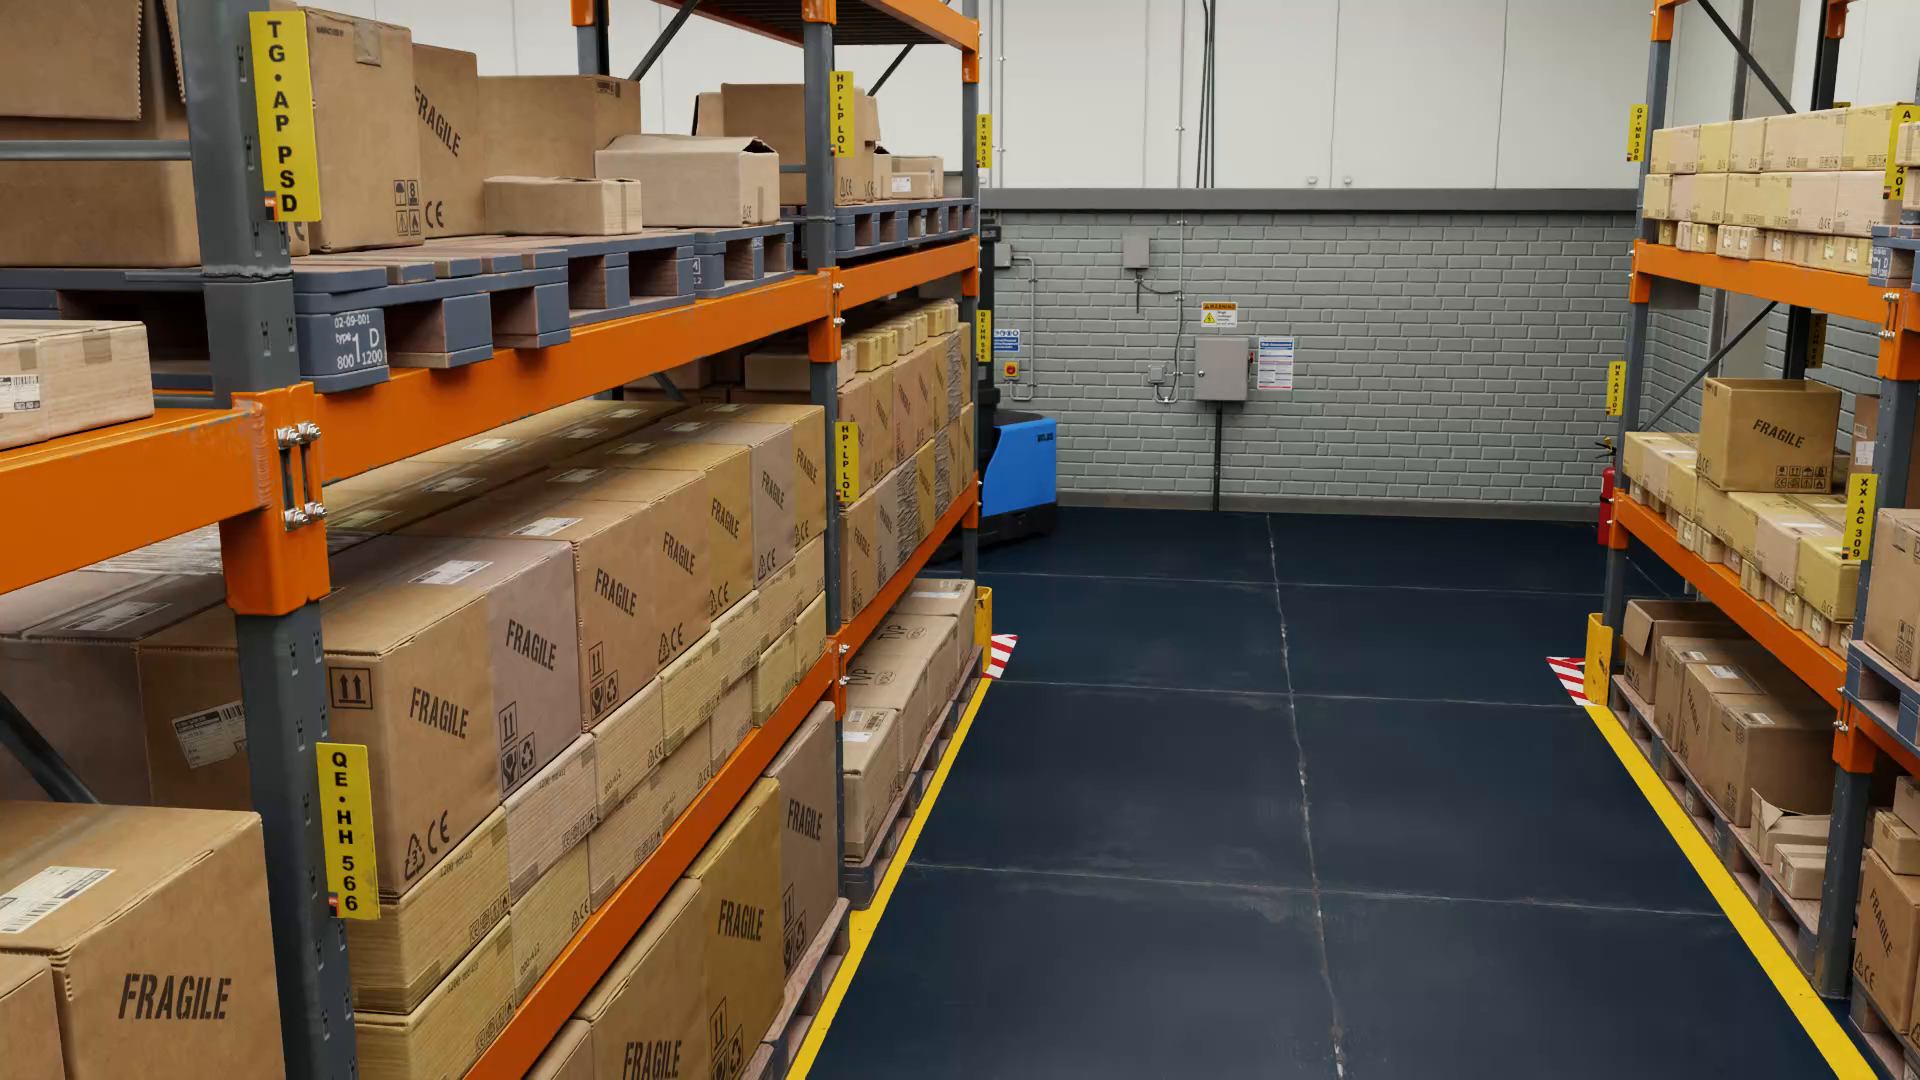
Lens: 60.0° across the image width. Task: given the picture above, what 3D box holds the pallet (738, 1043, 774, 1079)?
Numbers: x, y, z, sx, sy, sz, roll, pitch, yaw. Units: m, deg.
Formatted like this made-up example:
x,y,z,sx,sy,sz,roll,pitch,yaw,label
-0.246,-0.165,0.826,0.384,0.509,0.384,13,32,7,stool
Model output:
x,y,z,sx,sy,sz,roll,pitch,yaw,label
-1.232,1.974,5.331,1.003,0.211,1.213,2,12,9,pallet

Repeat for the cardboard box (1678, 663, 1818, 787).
x,y,z,sx,sy,sz,roll,pitch,yaw,label
3.980,0.945,8.424,0.500,0.500,0.500,2,12,10,cardboard box

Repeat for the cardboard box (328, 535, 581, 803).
x,y,z,sx,sy,sz,roll,pitch,yaw,label
-1.233,0.290,3.916,0.500,0.500,0.500,2,12,9,cardboard box

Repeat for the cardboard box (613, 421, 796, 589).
x,y,z,sx,sy,sz,roll,pitch,yaw,label
-0.895,-0.135,5.890,0.500,0.500,0.500,2,12,10,cardboard box

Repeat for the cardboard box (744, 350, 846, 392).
x,y,z,sx,sy,sz,roll,pitch,yaw,label
-0.697,-0.719,7.057,0.380,0.149,0.250,2,12,8,cardboard box

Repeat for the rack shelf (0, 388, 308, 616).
x,y,z,sx,sy,sz,roll,pitch,yaw,label
-1.925,0.328,0.940,1.077,0.370,4.000,2,12,9,rack shelf

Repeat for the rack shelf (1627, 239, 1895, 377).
x,y,z,sx,sy,sz,roll,pitch,yaw,label
4.211,-1.178,7.925,1.077,0.370,4.000,2,12,9,rack shelf

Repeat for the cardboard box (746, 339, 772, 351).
x,y,z,sx,sy,sz,roll,pitch,yaw,label
-1.073,-0.839,7.615,0.380,0.149,0.250,2,12,9,cardboard box

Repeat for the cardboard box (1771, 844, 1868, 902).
x,y,z,sx,sy,sz,roll,pitch,yaw,label
3.699,1.416,7.071,0.380,0.149,0.250,2,12,7,cardboard box

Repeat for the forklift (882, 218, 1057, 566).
x,y,z,sx,sy,sz,roll,pitch,yaw,label
-0.486,-1.331,14.213,1.130,2.935,3.031,11,16,42,forklift

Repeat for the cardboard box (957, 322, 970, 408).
x,y,z,sx,sy,sz,roll,pitch,yaw,label
-0.226,-1.069,10.222,0.500,0.500,0.500,2,12,11,cardboard box

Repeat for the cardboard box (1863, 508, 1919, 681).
x,y,z,sx,sy,sz,roll,pitch,yaw,label
3.608,0.193,5.745,0.700,0.500,0.500,2,12,10,cardboard box

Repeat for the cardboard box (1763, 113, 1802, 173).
x,y,z,sx,sy,sz,roll,pitch,yaw,label
3.898,-1.753,7.352,0.500,0.250,0.500,2,12,10,cardboard box

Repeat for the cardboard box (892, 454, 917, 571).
x,y,z,sx,sy,sz,roll,pitch,yaw,label
-0.507,-0.153,8.344,0.500,0.500,0.500,2,12,9,cardboard box

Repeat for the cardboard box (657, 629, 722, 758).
x,y,z,sx,sy,sz,roll,pitch,yaw,label
-1.035,0.441,4.994,0.500,0.250,0.500,2,12,10,cardboard box

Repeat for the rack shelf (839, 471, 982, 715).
x,y,z,sx,sy,sz,roll,pitch,yaw,label
-0.695,0.129,8.983,1.077,0.370,4.000,2,12,9,rack shelf

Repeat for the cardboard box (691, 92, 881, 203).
x,y,z,sx,sy,sz,roll,pitch,yaw,label
-0.827,-1.859,7.902,0.797,0.503,0.637,3,12,13,cardboard box

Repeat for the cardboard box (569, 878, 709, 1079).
x,y,z,sx,sy,sz,roll,pitch,yaw,label
-1.288,1.533,4.807,0.875,0.875,0.875,2,12,9,cardboard box

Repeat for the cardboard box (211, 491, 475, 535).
x,y,z,sx,sy,sz,roll,pitch,yaw,label
-1.643,0.162,4.510,0.500,0.500,0.500,2,12,9,cardboard box

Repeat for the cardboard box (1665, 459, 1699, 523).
x,y,z,sx,sy,sz,roll,pitch,yaw,label
4.030,-0.255,8.706,0.500,0.250,0.500,2,12,8,cardboard box

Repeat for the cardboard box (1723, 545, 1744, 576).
x,y,z,sx,sy,sz,roll,pitch,yaw,label
3.957,0.081,8.093,0.380,0.149,0.250,2,12,9,cardboard box

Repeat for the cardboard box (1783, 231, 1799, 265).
x,y,z,sx,sy,sz,roll,pitch,yaw,label
3.869,-1.287,7.320,0.380,0.149,0.250,2,12,11,cardboard box

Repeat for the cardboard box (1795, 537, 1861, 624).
x,y,z,sx,sy,sz,roll,pitch,yaw,label
3.740,0.167,6.746,0.500,0.250,0.500,2,12,10,cardboard box

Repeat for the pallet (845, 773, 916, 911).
x,y,z,sx,sy,sz,roll,pitch,yaw,label
-0.808,1.401,7.992,1.003,0.211,1.213,2,12,9,pallet

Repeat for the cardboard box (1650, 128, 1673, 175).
x,y,z,sx,sy,sz,roll,pitch,yaw,label
4.202,-2.178,9.322,0.500,0.250,0.500,2,12,8,cardboard box

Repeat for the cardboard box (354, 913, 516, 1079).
x,y,z,sx,sy,sz,roll,pitch,yaw,label
-1.293,1.006,3.563,0.500,0.250,0.500,2,12,8,cardboard box

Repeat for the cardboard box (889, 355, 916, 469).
x,y,z,sx,sy,sz,roll,pitch,yaw,label
-0.516,-0.647,8.264,0.500,0.500,0.500,2,12,10,cardboard box

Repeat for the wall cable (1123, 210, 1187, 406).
x,y,z,sx,sy,sz,roll,pitch,yaw,label
1.860,-2.267,15.981,0.588,1.984,0.122,2,12,9,wall cable

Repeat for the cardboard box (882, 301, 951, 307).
x,y,z,sx,sy,sz,roll,pitch,yaw,label
-0.260,-1.359,10.030,0.380,0.149,0.250,2,12,10,cardboard box

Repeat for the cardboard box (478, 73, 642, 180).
x,y,z,sx,sy,sz,roll,pitch,yaw,label
-1.424,-1.353,5.797,0.500,0.500,0.500,2,12,8,cardboard box

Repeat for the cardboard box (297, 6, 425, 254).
x,y,z,sx,sy,sz,roll,pitch,yaw,label
-1.653,-0.907,3.726,0.700,0.500,0.500,1,12,6,cardboard box

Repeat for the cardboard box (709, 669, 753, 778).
x,y,z,sx,sy,sz,roll,pitch,yaw,label
-0.998,0.579,5.544,0.500,0.250,0.500,2,12,7,cardboard box

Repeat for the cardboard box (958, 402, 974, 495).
x,y,z,sx,sy,sz,roll,pitch,yaw,label
-0.200,-0.579,10.323,0.500,0.500,0.500,2,12,9,cardboard box

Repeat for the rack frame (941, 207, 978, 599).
x,y,z,sx,sy,sz,roll,pitch,yaw,label
-0.387,-0.639,10.839,1.000,3.000,0.127,2,12,9,rack frame

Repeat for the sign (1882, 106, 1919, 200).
x,y,z,sx,sy,sz,roll,pitch,yaw,label
3.366,-1.382,5.937,0.100,0.325,0.005,2,12,9,sign

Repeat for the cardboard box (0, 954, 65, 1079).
x,y,z,sx,sy,sz,roll,pitch,yaw,label
-1.481,0.838,2.044,0.500,0.500,0.500,2,12,8,cardboard box

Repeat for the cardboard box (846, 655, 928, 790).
x,y,z,sx,sy,sz,roll,pitch,yaw,label
-0.662,0.927,8.657,0.875,0.438,0.875,2,12,7,cardboard box

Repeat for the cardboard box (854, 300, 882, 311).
x,y,z,sx,sy,sz,roll,pitch,yaw,label
-0.685,-1.372,10.090,0.380,0.149,0.250,2,12,10,cardboard box

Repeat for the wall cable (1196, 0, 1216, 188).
x,y,z,sx,sy,sz,roll,pitch,yaw,label
3.699,-4.660,15.169,2.988,3.039,0.133,2,12,9,wall cable

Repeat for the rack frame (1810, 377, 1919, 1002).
x,y,z,sx,sy,sz,roll,pitch,yaw,label
3.903,0.353,6.233,1.000,3.000,0.127,2,12,9,rack frame

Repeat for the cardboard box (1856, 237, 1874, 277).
x,y,z,sx,sy,sz,roll,pitch,yaw,label
3.666,-1.074,6.335,0.380,0.149,0.250,2,12,8,cardboard box

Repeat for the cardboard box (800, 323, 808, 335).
x,y,z,sx,sy,sz,roll,pitch,yaw,label
-0.987,-1.051,8.602,0.380,0.149,0.250,2,12,9,cardboard box

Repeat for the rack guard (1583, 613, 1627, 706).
x,y,z,sx,sy,sz,roll,pitch,yaw,label
4.507,0.759,10.287,1.175,0.500,0.348,2,12,9,rack guard

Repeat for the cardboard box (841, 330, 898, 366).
x,y,z,sx,sy,sz,roll,pitch,yaw,label
-0.508,-0.931,8.044,0.380,0.149,0.250,2,12,7,cardboard box

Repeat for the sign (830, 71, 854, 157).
x,y,z,sx,sy,sz,roll,pitch,yaw,label
-0.464,-1.664,6.500,0.100,0.325,0.005,2,12,9,sign

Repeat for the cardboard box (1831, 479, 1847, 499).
x,y,z,sx,sy,sz,roll,pitch,yaw,label
4.468,-0.128,8.117,0.500,0.250,0.500,2,12,9,cardboard box

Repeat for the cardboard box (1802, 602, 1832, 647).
x,y,z,sx,sy,sz,roll,pitch,yaw,label
3.721,0.347,6.860,0.380,0.149,0.250,2,12,10,cardboard box

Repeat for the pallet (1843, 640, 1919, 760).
x,y,z,sx,sy,sz,roll,pitch,yaw,label
3.672,0.610,5.498,1.003,0.211,1.213,2,12,9,pallet

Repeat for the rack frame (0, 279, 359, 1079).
x,y,z,sx,sy,sz,roll,pitch,yaw,label
-1.617,1.026,3.112,1.000,3.000,0.127,2,12,9,rack frame

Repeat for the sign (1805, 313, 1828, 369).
x,y,z,sx,sy,sz,roll,pitch,yaw,label
5.064,-1.178,9.839,0.100,0.325,0.005,2,12,9,sign

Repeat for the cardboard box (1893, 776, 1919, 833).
x,y,z,sx,sy,sz,roll,pitch,yaw,label
3.645,0.976,6.037,0.380,0.149,0.250,2,12,8,cardboard box

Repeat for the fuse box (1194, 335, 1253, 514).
x,y,z,sx,sy,sz,roll,pitch,yaw,label
2.510,-1.086,15.969,0.539,1.711,0.414,2,12,9,fuse box

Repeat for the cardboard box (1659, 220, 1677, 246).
x,y,z,sx,sy,sz,roll,pitch,yaw,label
4.239,-1.764,9.534,0.380,0.149,0.250,2,12,10,cardboard box

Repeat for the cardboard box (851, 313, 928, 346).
x,y,z,sx,sy,sz,roll,pitch,yaw,label
-0.386,-1.145,9.038,0.380,0.149,0.250,2,12,10,cardboard box

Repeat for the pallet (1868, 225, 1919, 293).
x,y,z,sx,sy,sz,roll,pitch,yaw,label
3.733,-0.887,5.318,1.213,0.211,1.003,2,12,9,pallet

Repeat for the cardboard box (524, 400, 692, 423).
x,y,z,sx,sy,sz,roll,pitch,yaw,label
-1.354,-0.262,6.478,0.500,0.500,0.500,2,12,9,cardboard box

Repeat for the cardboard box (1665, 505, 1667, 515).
x,y,z,sx,sy,sz,roll,pitch,yaw,label
4.197,-0.187,9.335,0.380,0.149,0.250,2,12,8,cardboard box

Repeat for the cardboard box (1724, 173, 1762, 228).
x,y,z,sx,sy,sz,roll,pitch,yaw,label
3.974,-1.613,7.888,0.500,0.250,0.500,2,12,8,cardboard box
